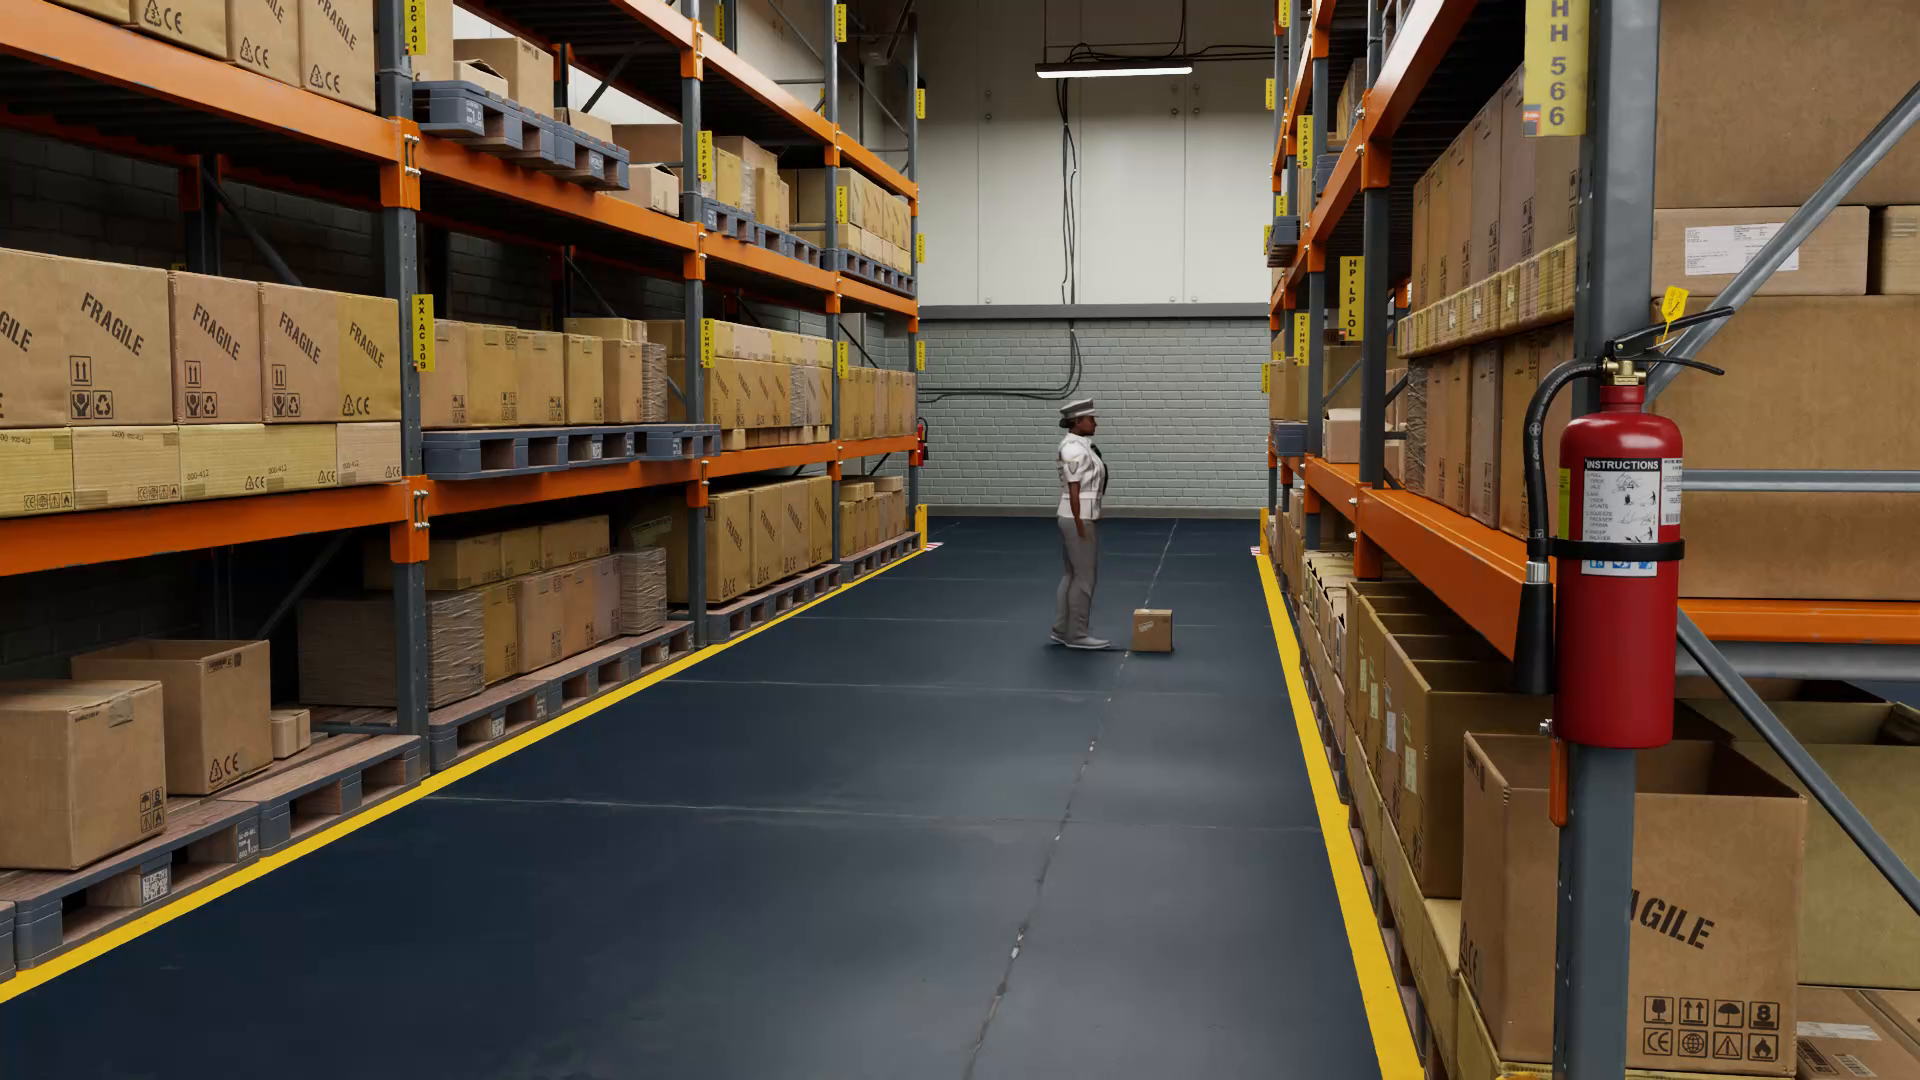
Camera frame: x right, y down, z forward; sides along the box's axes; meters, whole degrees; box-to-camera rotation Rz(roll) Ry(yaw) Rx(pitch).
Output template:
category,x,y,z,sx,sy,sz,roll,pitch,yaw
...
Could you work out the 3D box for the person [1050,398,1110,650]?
category,x,y,z,sx,sy,sz,roll,pitch,yaw
person,0.817,-0.098,11.178,0.416,1.713,0.441,1,5,10
